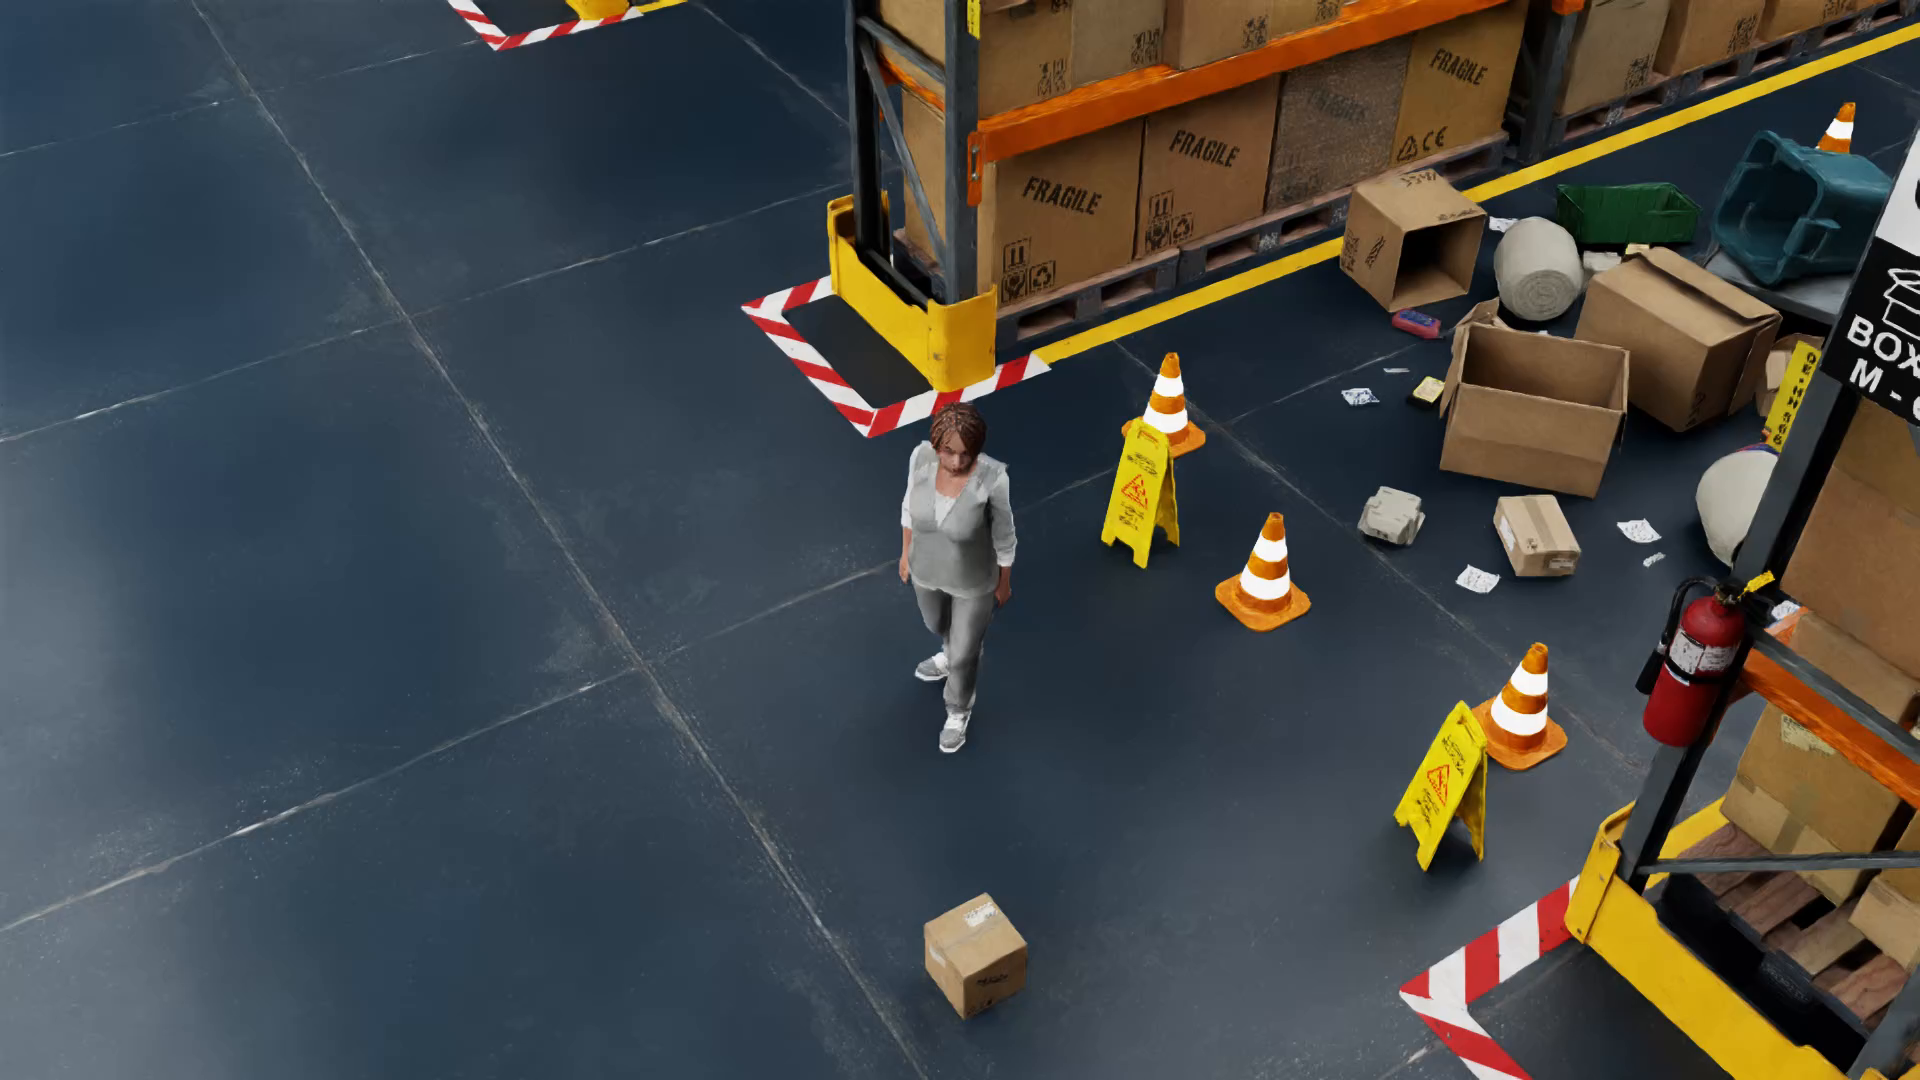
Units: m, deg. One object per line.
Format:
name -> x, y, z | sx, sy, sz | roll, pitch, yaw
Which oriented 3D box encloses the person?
person -> 0.001, 0.075, 6.084 | 0.467, 1.586, 0.499 | 18, 44, 19
